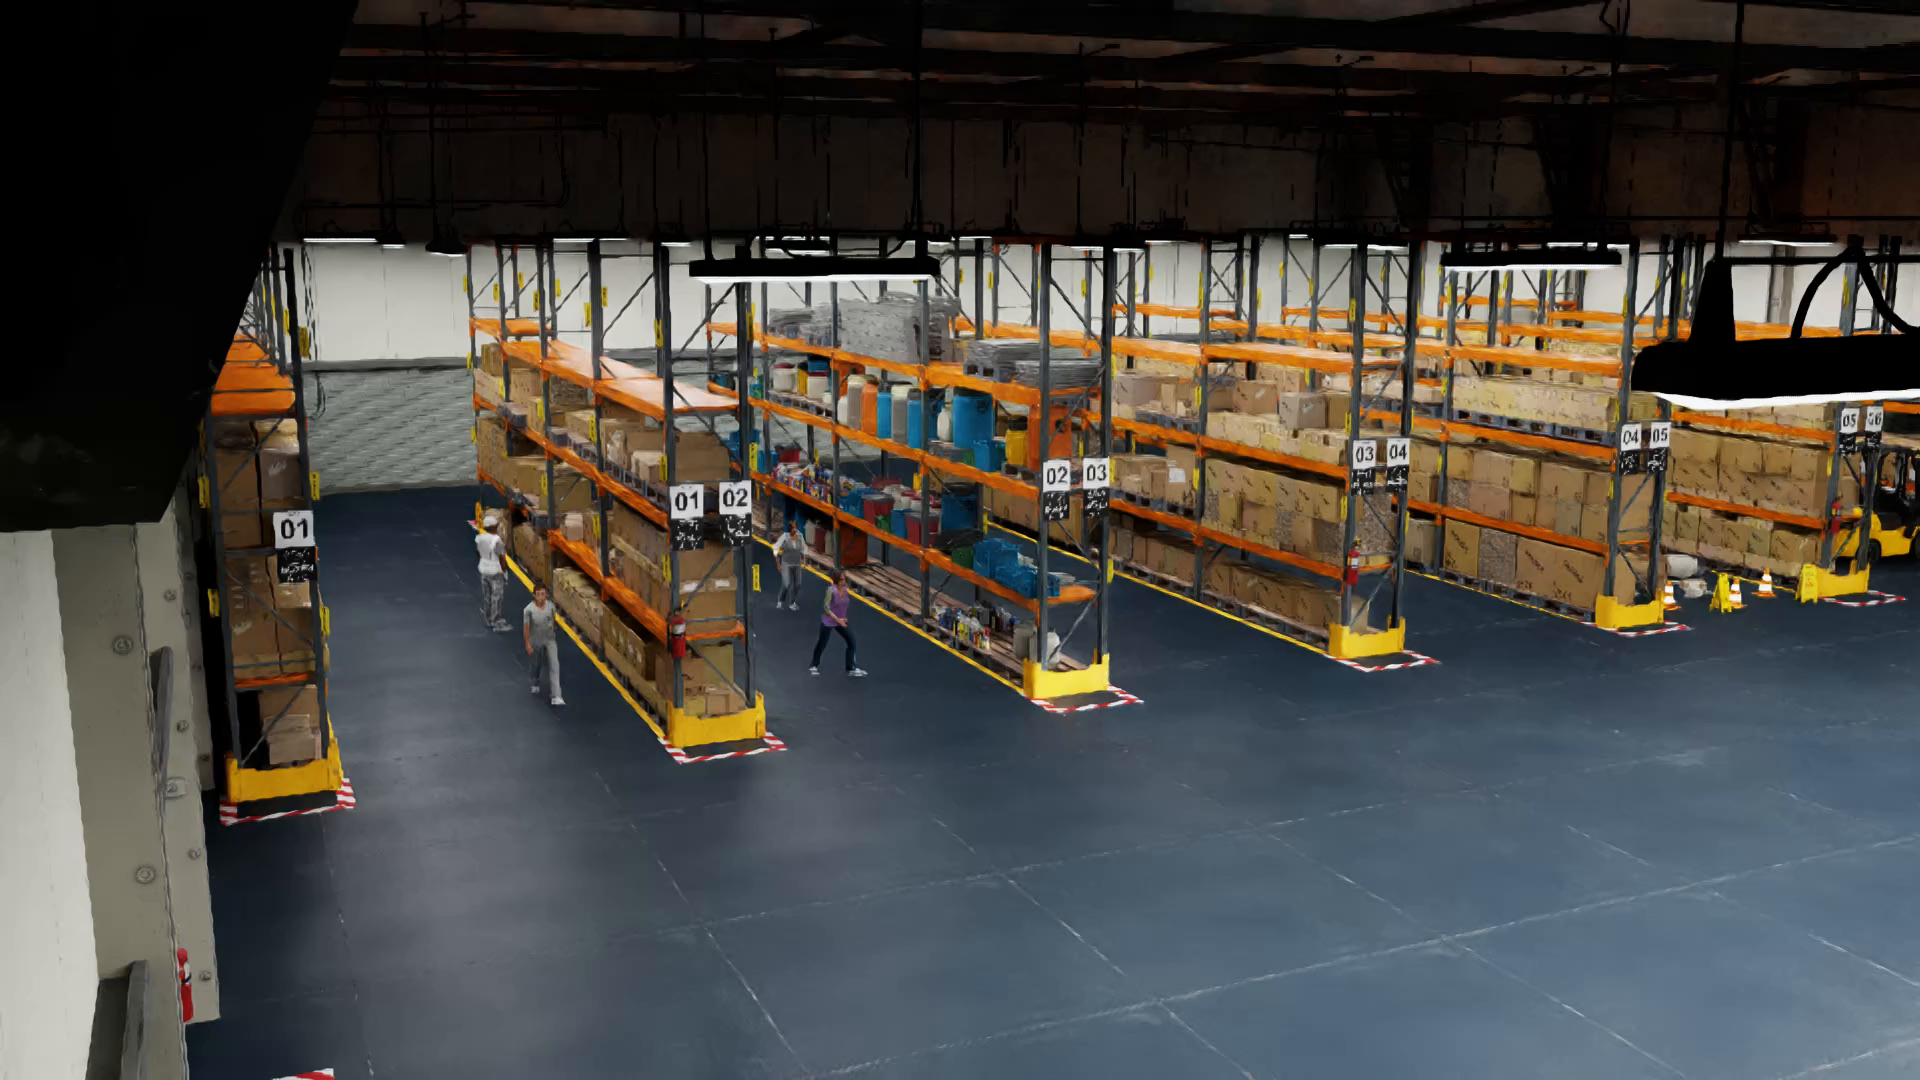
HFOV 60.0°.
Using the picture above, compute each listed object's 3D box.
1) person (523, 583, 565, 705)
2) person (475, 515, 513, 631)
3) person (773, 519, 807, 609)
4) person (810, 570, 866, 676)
[{"bbox_3d":[-5.535,1.337,21.970,0.446,1.590,1.110,-4,12,-21],"label":"person"},{"bbox_3d":[-7.220,0.493,25.814,0.620,1.786,0.456,7,13,34],"label":"person"},{"bbox_3d":[-2.764,0.399,27.060,0.566,1.541,0.519,-6,12,-26],"label":"person"},{"bbox_3d":[-1.744,1.148,23.158,0.568,1.518,0.780,-10,15,-42],"label":"person"}]
